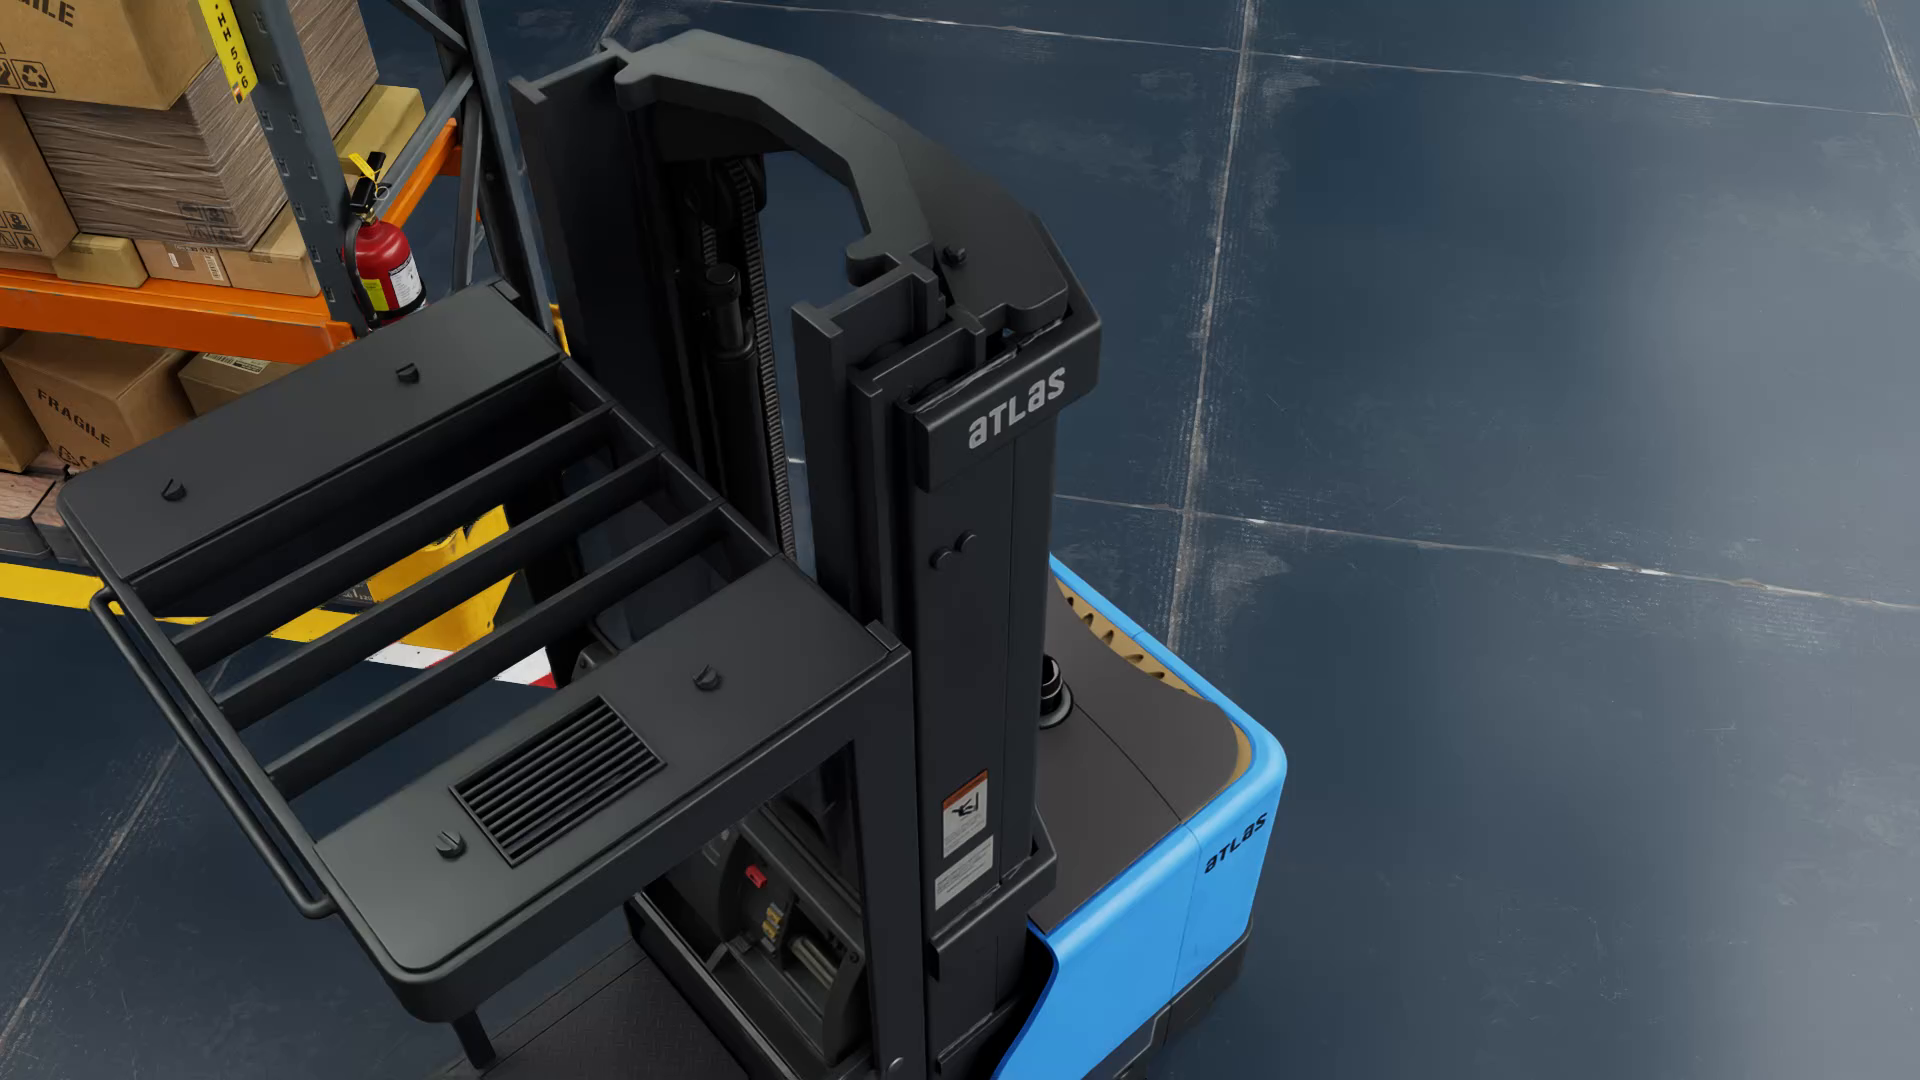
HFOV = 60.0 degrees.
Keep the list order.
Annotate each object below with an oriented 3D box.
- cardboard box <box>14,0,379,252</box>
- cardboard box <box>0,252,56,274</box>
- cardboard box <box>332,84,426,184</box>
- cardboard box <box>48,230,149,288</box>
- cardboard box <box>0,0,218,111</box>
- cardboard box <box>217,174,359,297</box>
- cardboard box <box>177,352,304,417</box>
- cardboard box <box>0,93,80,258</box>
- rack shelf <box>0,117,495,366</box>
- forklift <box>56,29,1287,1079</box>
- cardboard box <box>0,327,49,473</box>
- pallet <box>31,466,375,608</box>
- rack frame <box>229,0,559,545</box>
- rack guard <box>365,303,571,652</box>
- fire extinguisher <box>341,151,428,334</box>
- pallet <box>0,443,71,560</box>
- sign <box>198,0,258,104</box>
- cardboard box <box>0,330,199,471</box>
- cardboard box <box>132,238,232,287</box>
[{"bbox_3d":[-2.090,-1.295,4.629,0.500,0.500,0.875,8,49,7],"label":"cardboard box"},{"bbox_3d":[-2.615,-0.945,4.751,0.250,0.149,0.380,8,49,7],"label":"cardboard box"},{"bbox_3d":[-1.791,-1.197,4.978,0.250,0.149,0.380,8,49,7],"label":"cardboard box"},{"bbox_3d":[-2.372,-0.900,4.711,0.250,0.149,0.380,8,49,7],"label":"cardboard box"},{"bbox_3d":[-2.139,-1.428,4.077,0.500,0.500,0.500,8,49,7],"label":"cardboard box"},{"bbox_3d":[-1.871,-0.871,4.685,0.250,0.149,0.380,8,49,7],"label":"cardboard box"},{"bbox_3d":[-2.165,-0.469,5.553,0.500,0.500,0.500,16,50,14],"label":"cardboard box"},{"bbox_3d":[-2.603,-1.273,4.610,0.500,0.500,0.875,8,49,7],"label":"cardboard box"},{"bbox_3d":[-3.522,-1.093,5.199,4.000,0.370,1.077,8,49,7],"label":"rack shelf"},{"bbox_3d":[-0.655,0.688,3.162,3.031,2.935,1.130,-33,56,-26],"label":"forklift"},{"bbox_3d":[-3.372,-0.619,5.688,0.500,0.500,0.500,12,49,10],"label":"cardboard box"},{"bbox_3d":[-2.421,-0.280,5.860,1.213,0.211,1.003,8,49,7],"label":"pallet"},{"bbox_3d":[-1.553,-1.069,4.694,0.127,3.000,1.000,8,49,7],"label":"rack frame"},{"bbox_3d":[-1.628,-0.243,5.633,0.348,0.500,1.175,8,49,7],"label":"rack guard"},{"bbox_3d":[-1.523,-0.691,4.406,0.183,0.674,0.296,8,49,7],"label":"fire extinguisher"},{"bbox_3d":[-3.618,-0.443,6.006,1.213,0.211,1.003,8,49,7],"label":"pallet"},{"bbox_3d":[-1.672,-1.158,3.783,0.005,0.325,0.100,8,49,7],"label":"sign"},{"bbox_3d":[-2.759,-0.523,5.601,0.500,0.500,0.500,19,51,17],"label":"cardboard box"},{"bbox_3d":[-2.117,-0.905,4.715,0.250,0.149,0.380,8,49,7],"label":"cardboard box"}]
